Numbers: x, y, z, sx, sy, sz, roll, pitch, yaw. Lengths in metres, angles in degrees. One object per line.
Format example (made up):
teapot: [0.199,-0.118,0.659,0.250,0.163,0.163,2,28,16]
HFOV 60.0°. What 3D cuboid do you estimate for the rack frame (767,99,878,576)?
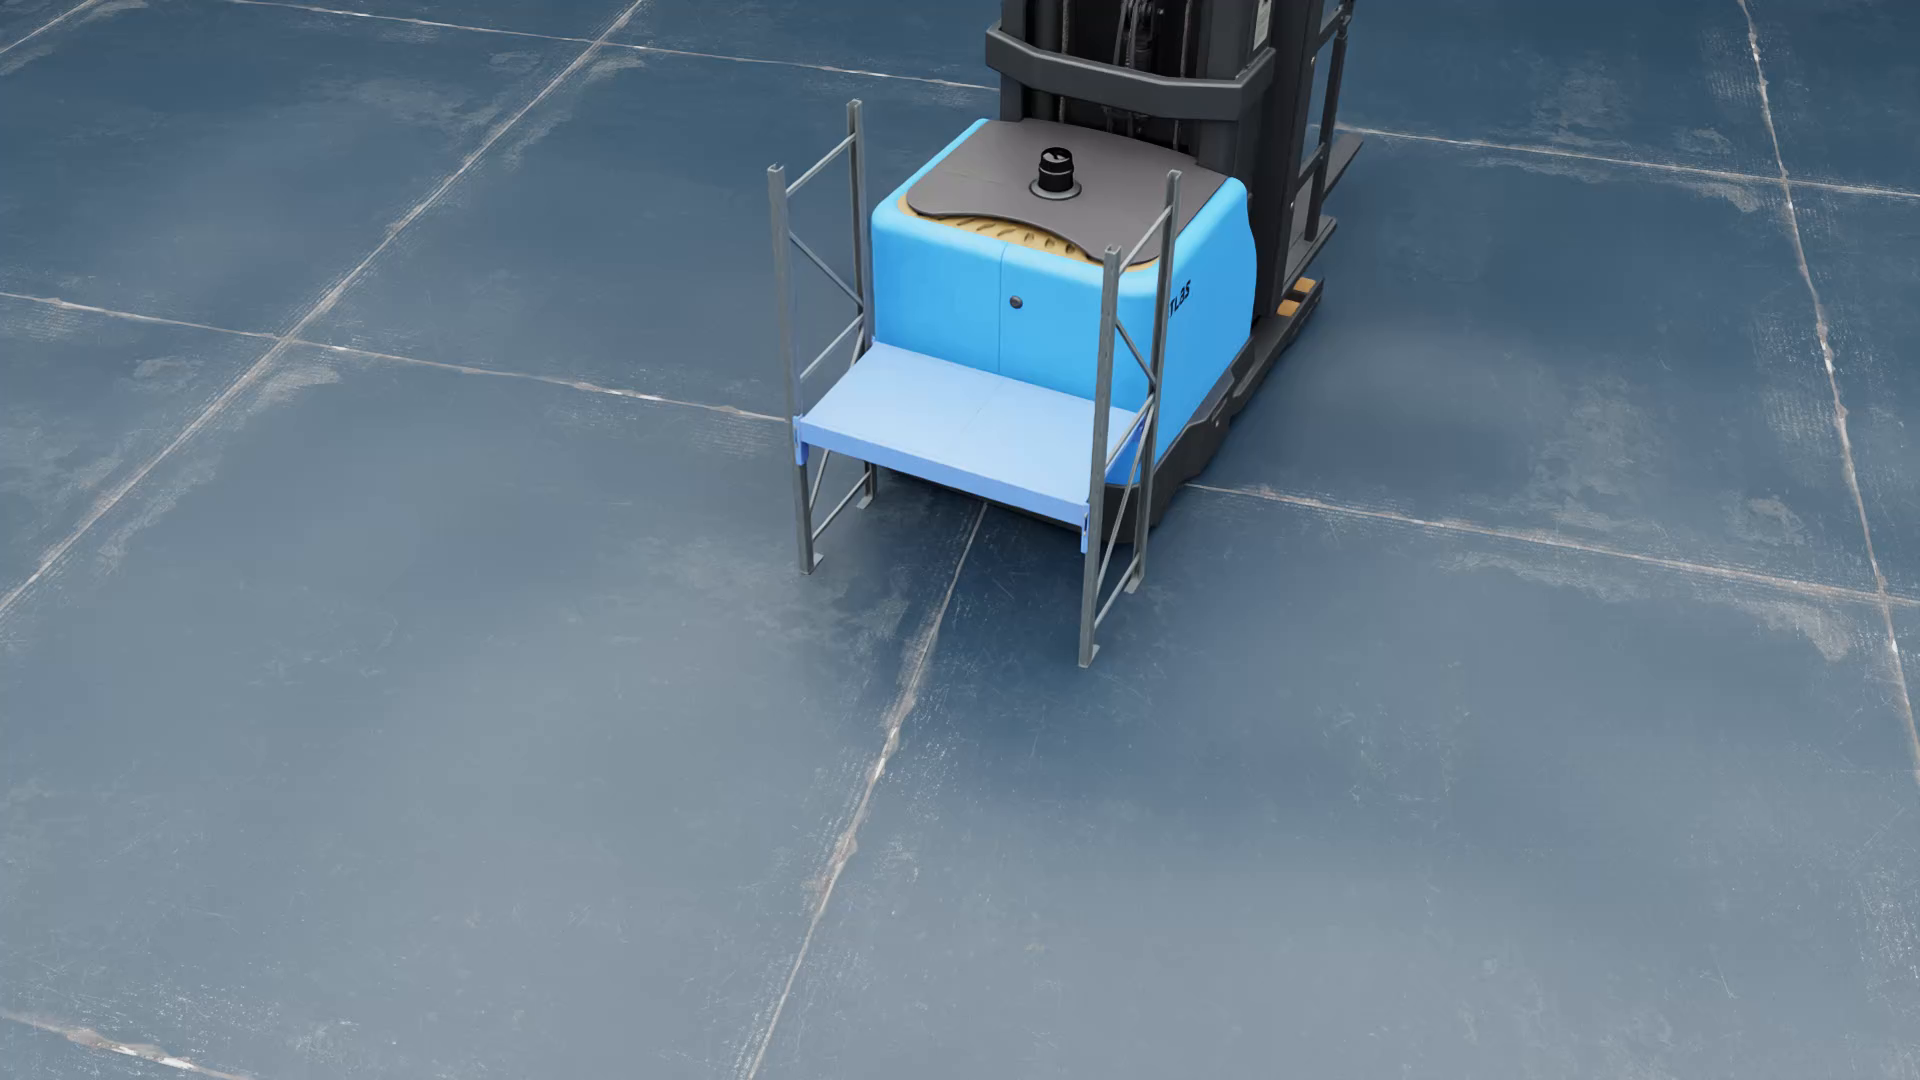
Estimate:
rack frame: [-0.416,-0.601,5.299,0.032,1.500,0.500,17,43,20]

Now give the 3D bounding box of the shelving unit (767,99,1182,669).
shelving unit: [0.040,-0.457,5.128,1.048,1.500,0.538,17,43,20]

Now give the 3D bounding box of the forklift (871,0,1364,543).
forklift: [0.836,-2.048,5.910,1.130,2.935,3.031,19,44,21]

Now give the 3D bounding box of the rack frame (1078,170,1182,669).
rack frame: [0.497,-0.313,4.957,0.032,1.500,0.500,17,43,20]

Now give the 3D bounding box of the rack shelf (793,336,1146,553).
rack shelf: [0.040,-0.319,5.243,1.000,0.185,0.538,17,43,20]
